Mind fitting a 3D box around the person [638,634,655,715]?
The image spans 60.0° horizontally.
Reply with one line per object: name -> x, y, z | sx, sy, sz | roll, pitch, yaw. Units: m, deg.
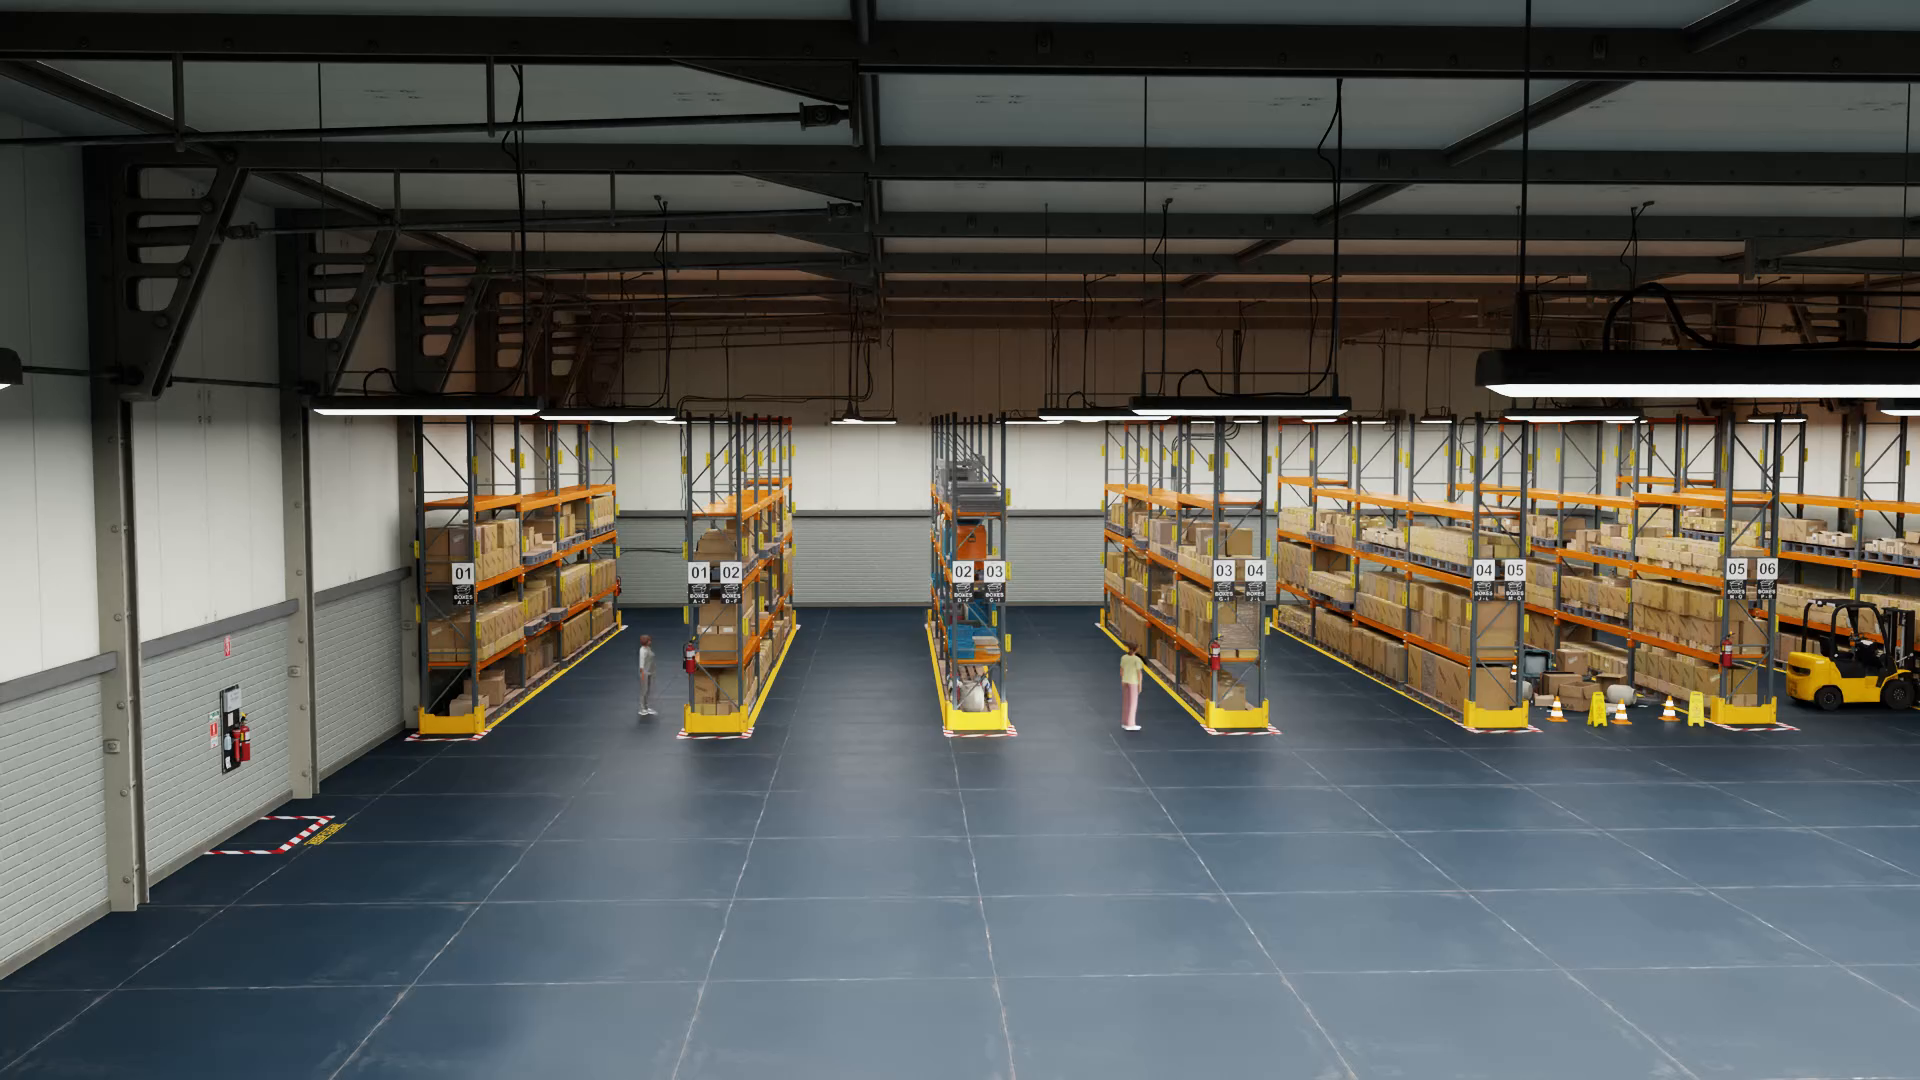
person -> -6.244, 2.674, 33.069 | 0.329, 1.607, 0.513 | 1, 4, 10

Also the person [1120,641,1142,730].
person -> 3.255, 2.748, 31.395 | 0.463, 1.686, 0.363 | 3, 5, 39
